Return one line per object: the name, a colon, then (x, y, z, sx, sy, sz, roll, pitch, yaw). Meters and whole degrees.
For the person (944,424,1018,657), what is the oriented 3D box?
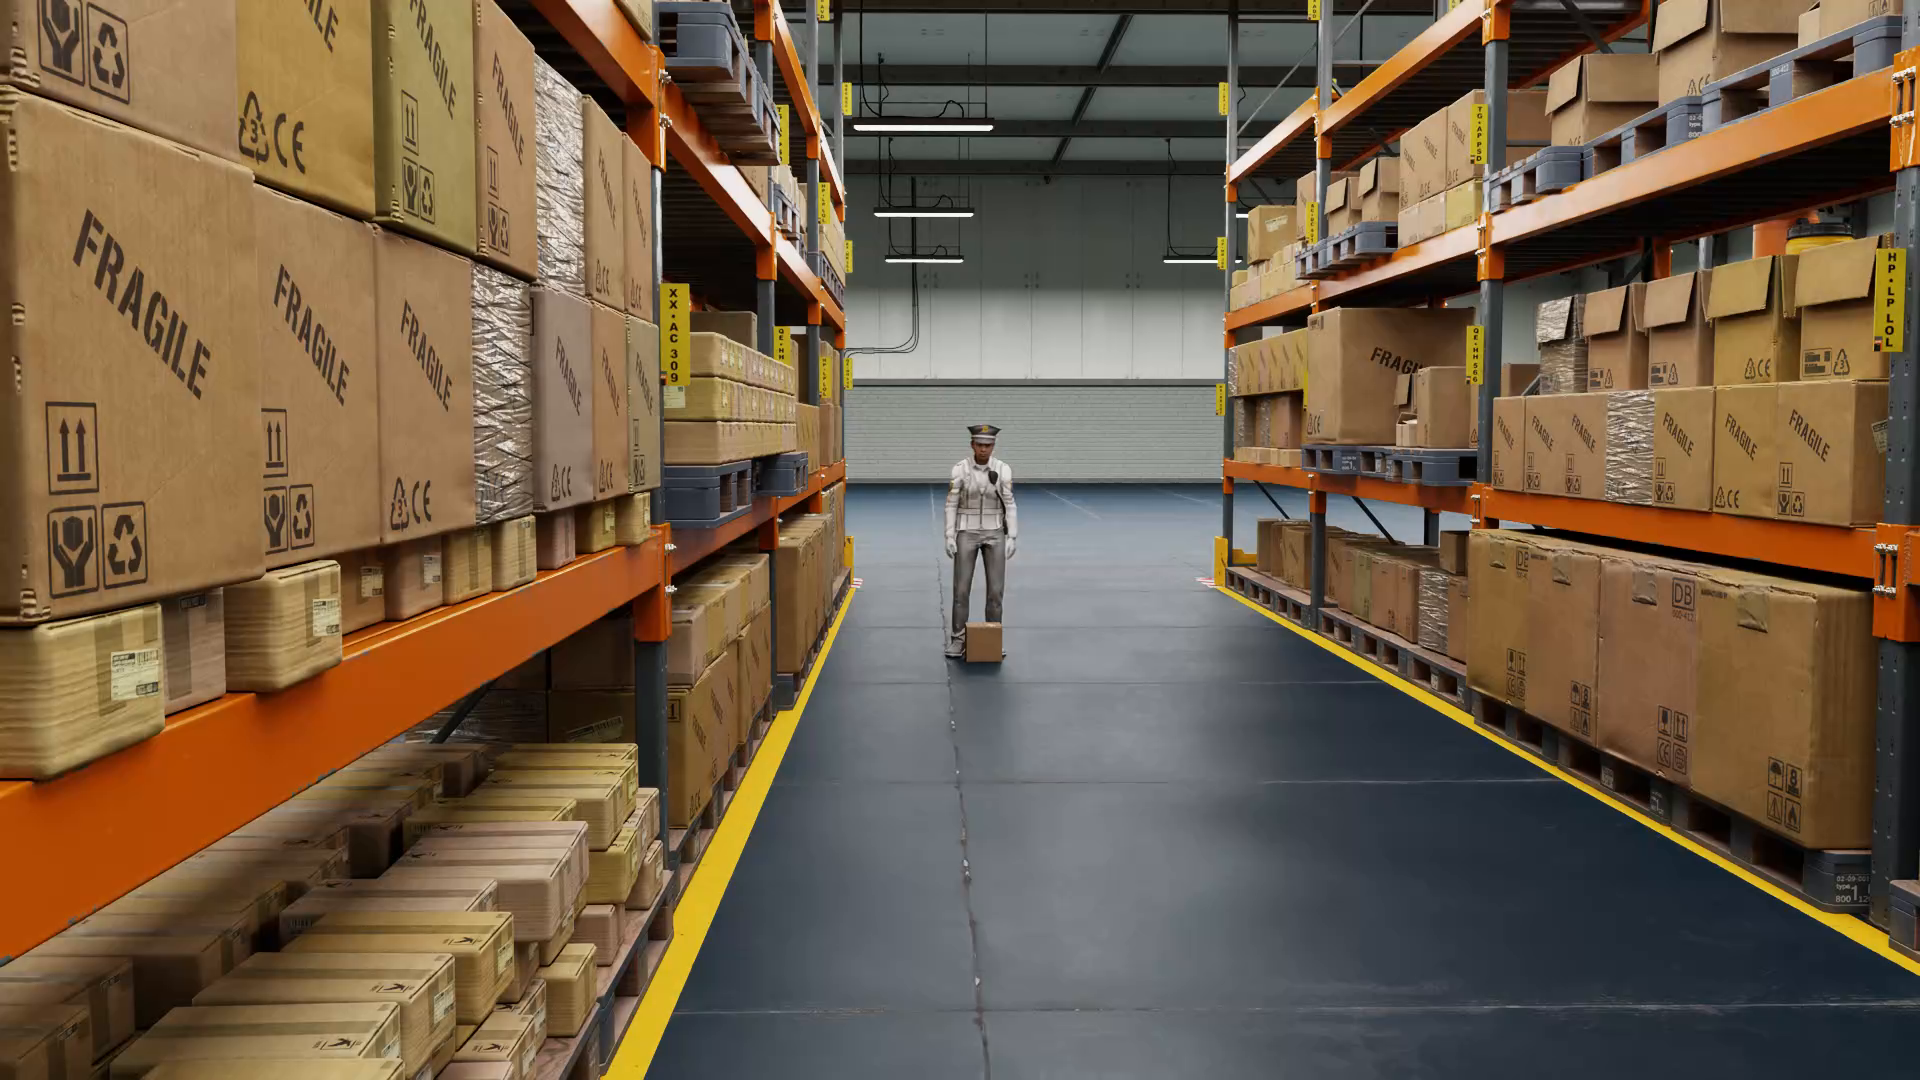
person: (0.150, 0.001, 11.949, 0.528, 1.664, 0.373, 0, 4, -1)
